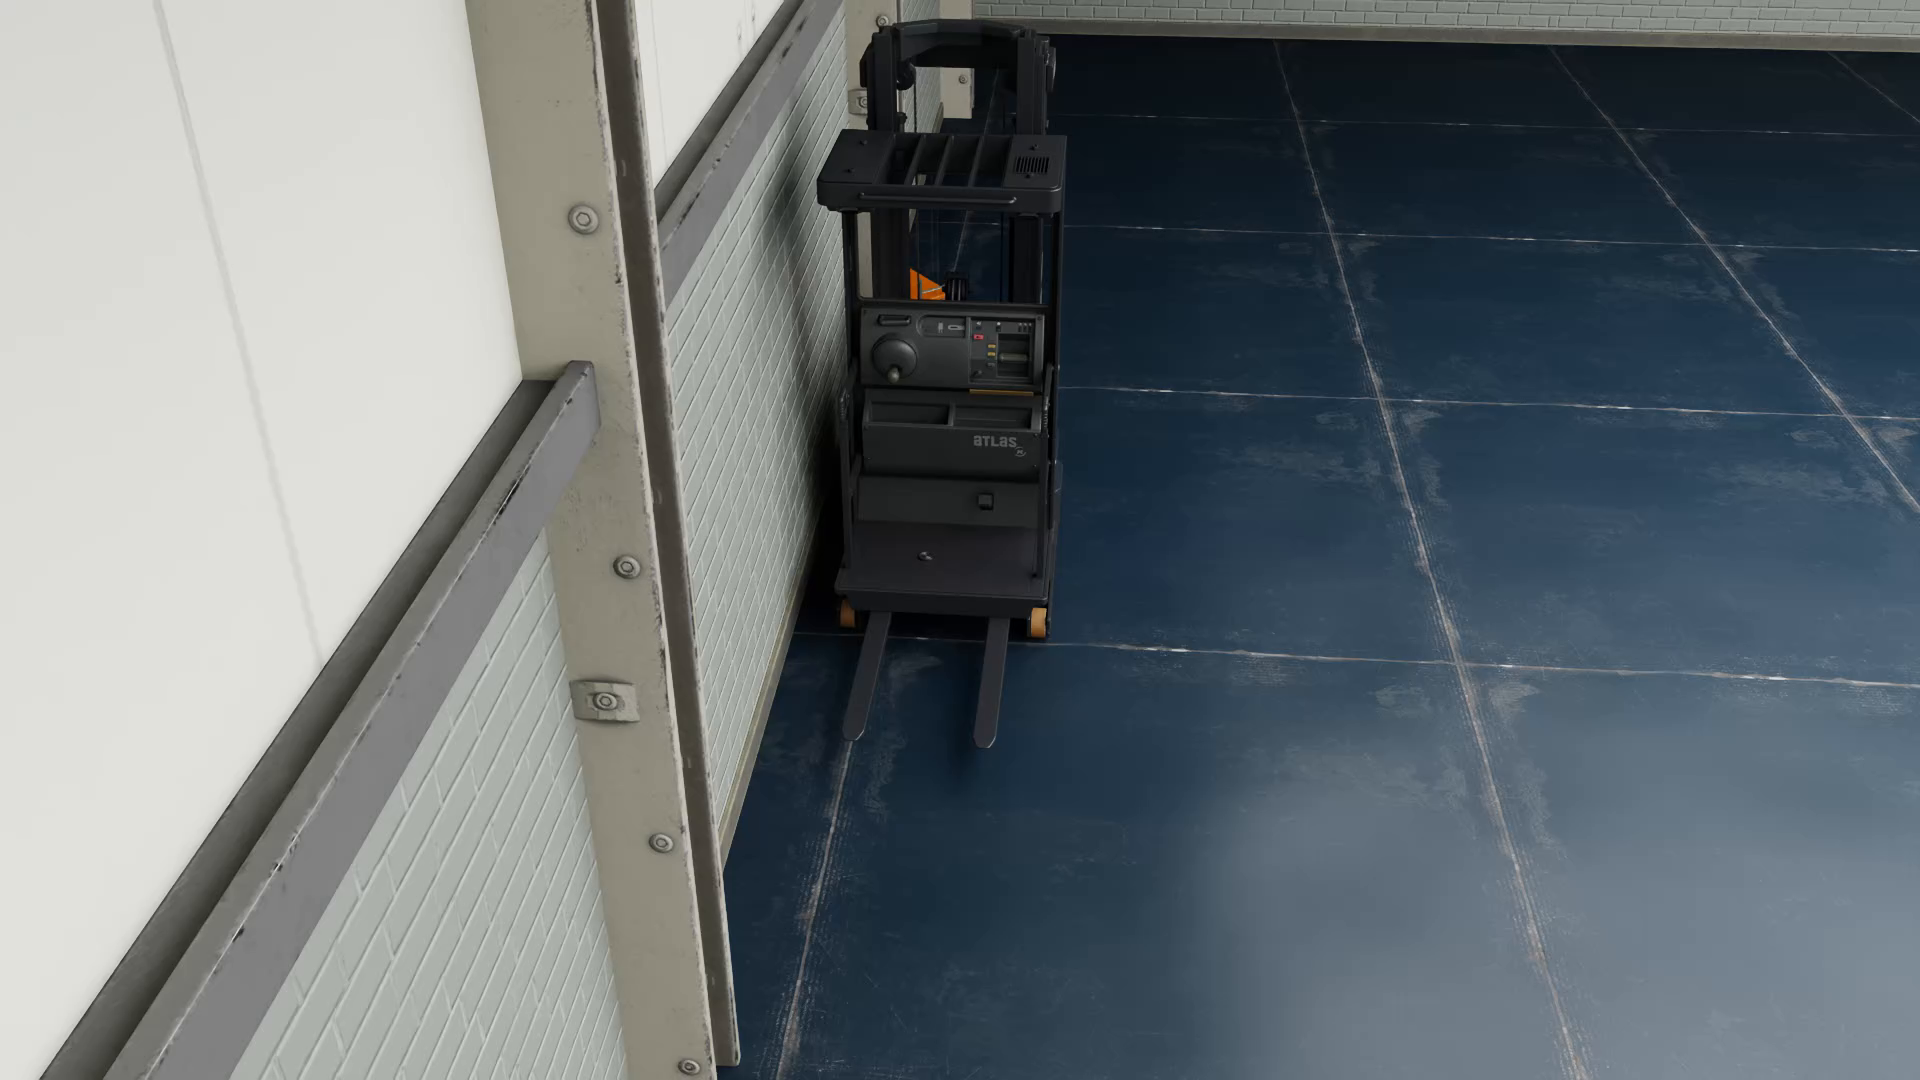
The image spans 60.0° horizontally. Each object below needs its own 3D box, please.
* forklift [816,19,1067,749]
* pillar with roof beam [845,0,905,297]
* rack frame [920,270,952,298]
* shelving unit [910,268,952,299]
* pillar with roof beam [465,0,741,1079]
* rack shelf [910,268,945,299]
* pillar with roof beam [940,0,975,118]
[{"bbox_3d":[-0.058,-0.919,8.227,1.130,2.935,3.031,3,32,4],"label":"forklift"},{"bbox_3d":[3.773,-4.725,8.620,9.100,9.000,0.400,2,32,4],"label":"pillar with roof beam"},{"bbox_3d":[-0.142,-1.045,10.083,0.240,1.200,0.015,-20,37,-29],"label":"rack frame"},{"bbox_3d":[-0.280,-1.151,10.254,0.258,1.200,0.503,-20,37,-29],"label":"shelving unit"},{"bbox_3d":[3.285,-1.587,3.529,9.100,9.000,0.400,2,32,4],"label":"pillar with roof beam"},{"bbox_3d":[-0.280,-1.485,10.048,0.258,0.148,0.480,-20,37,-29],"label":"rack shelf"},{"bbox_3d":[4.262,-7.862,13.711,9.100,9.000,0.400,2,32,4],"label":"pillar with roof beam"}]
